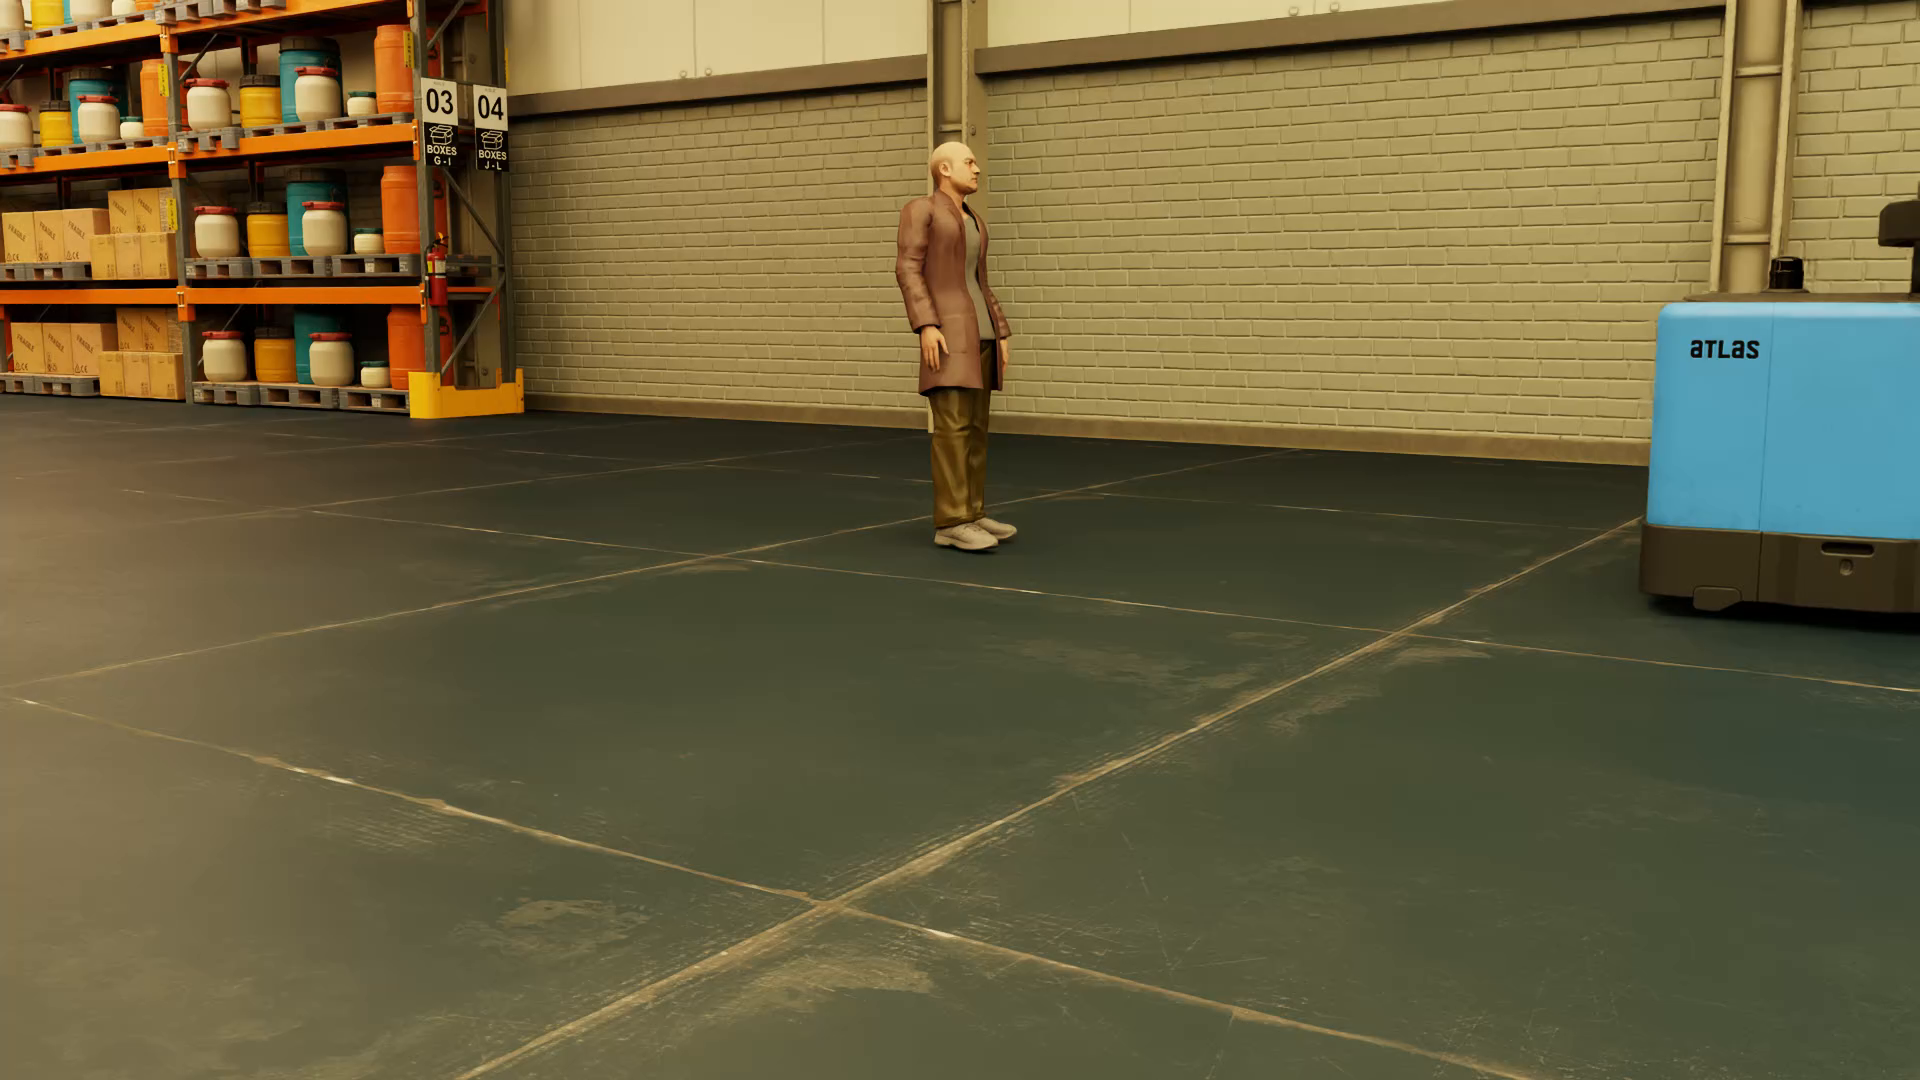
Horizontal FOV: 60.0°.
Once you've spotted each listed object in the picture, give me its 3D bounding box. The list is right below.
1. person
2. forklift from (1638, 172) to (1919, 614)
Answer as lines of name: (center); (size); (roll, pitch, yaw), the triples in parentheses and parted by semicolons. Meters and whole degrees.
person: (0.073, -0.873, 7.424); (0.582, 1.762, 0.696); (5, 10, 34)
forklift: (3.939, -1.164, 5.381); (3.031, 2.935, 1.130); (4, 9, 26)
